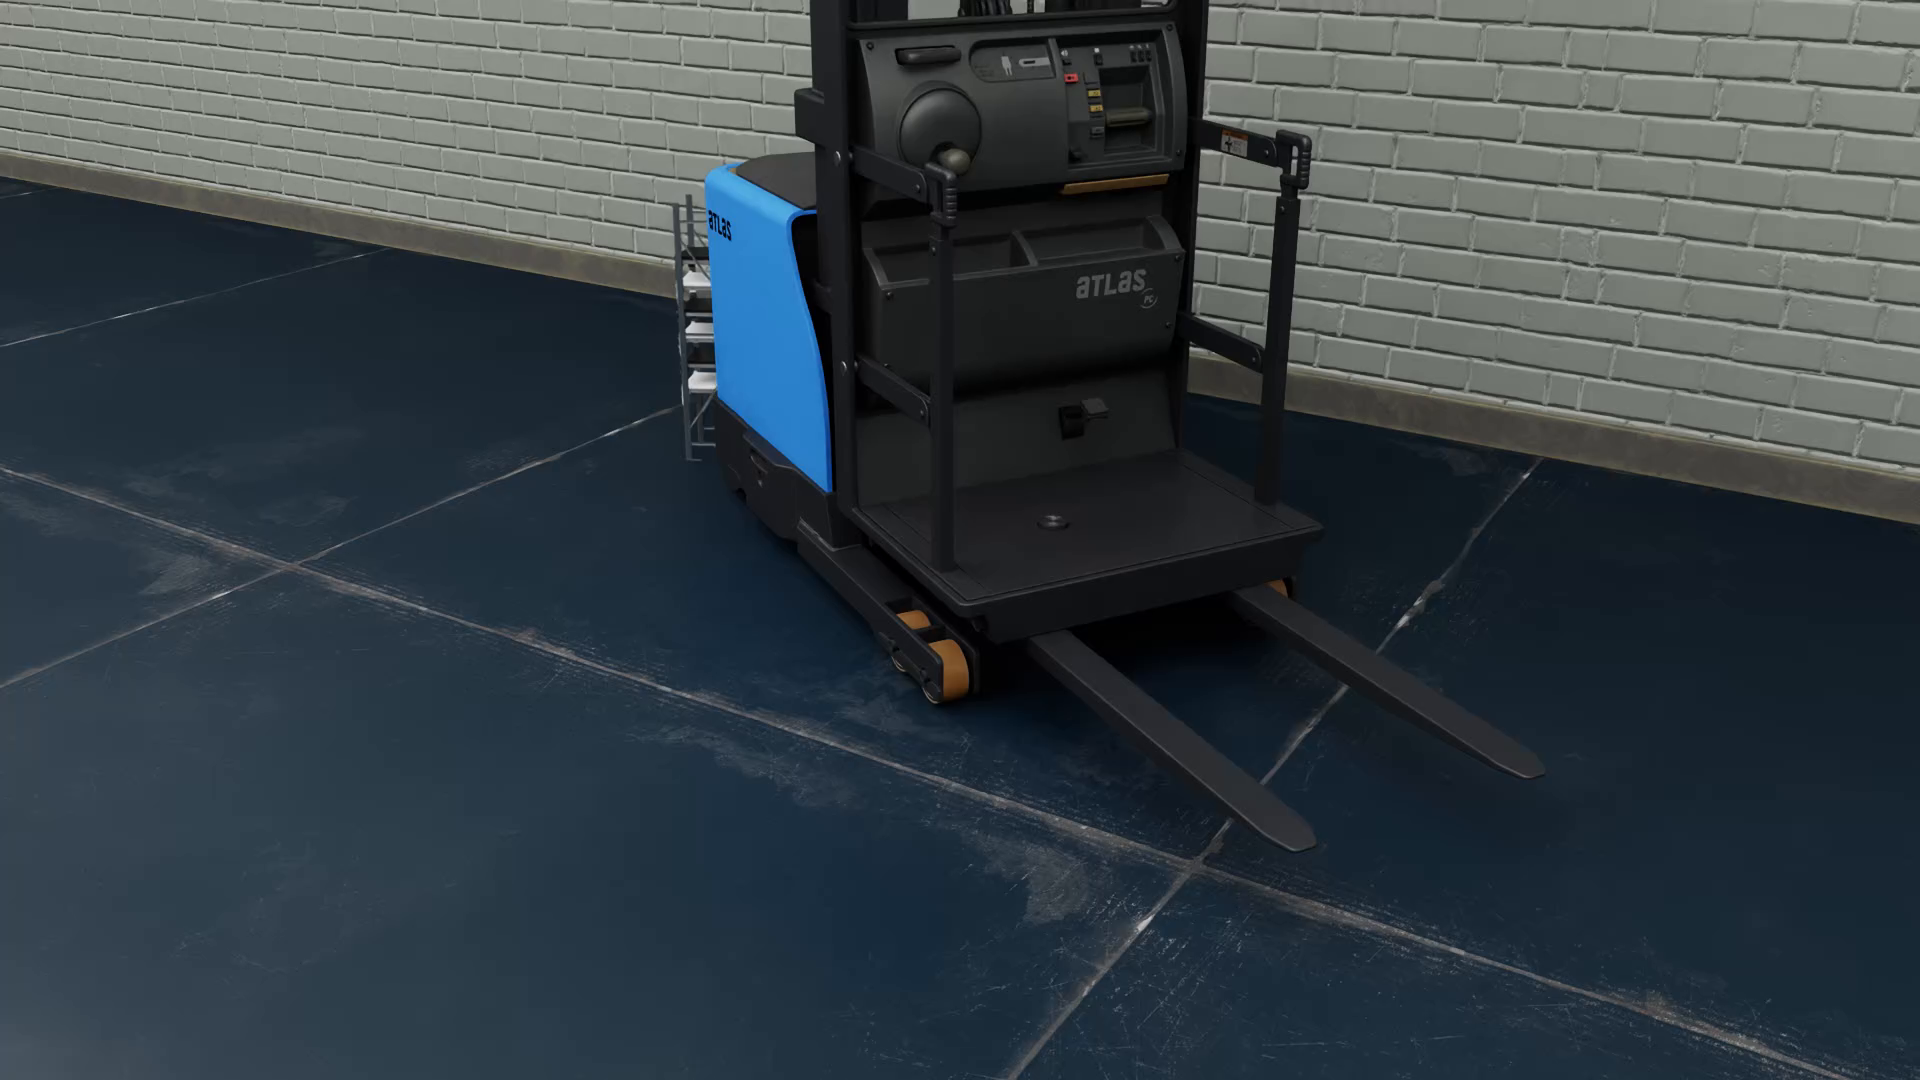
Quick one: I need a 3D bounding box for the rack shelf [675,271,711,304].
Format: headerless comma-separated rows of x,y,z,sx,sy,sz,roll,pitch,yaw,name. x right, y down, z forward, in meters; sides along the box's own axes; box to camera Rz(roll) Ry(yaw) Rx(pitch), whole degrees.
-0.836,-0.873,5.750,0.258,0.077,0.200,1,20,3,rack shelf

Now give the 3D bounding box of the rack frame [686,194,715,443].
-0.830,-0.769,5.895,0.240,0.900,0.006,1,20,3,rack frame

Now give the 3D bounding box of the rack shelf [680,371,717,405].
-0.837,-0.534,5.872,0.258,0.077,0.200,1,20,3,rack shelf

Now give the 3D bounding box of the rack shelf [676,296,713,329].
-0.836,-0.788,5.780,0.258,0.077,0.200,1,20,3,rack shelf

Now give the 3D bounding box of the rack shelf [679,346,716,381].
-0.837,-0.619,5.841,0.258,0.077,0.200,1,20,3,rack shelf

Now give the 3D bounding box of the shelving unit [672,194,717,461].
-0.837,-0.735,5.799,0.258,0.900,0.210,1,20,3,shelving unit

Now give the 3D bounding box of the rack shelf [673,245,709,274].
-0.836,-0.957,5.719,0.258,0.077,0.200,1,20,3,rack shelf

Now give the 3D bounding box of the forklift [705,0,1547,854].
0.278,-1.124,4.157,1.130,2.935,3.031,-11,26,-24,forklift

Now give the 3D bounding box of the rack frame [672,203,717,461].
-0.843,-0.700,5.704,0.240,0.900,0.006,1,20,3,rack frame

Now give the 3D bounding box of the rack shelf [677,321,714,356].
-0.837,-0.703,5.811,0.258,0.077,0.200,1,20,3,rack shelf
